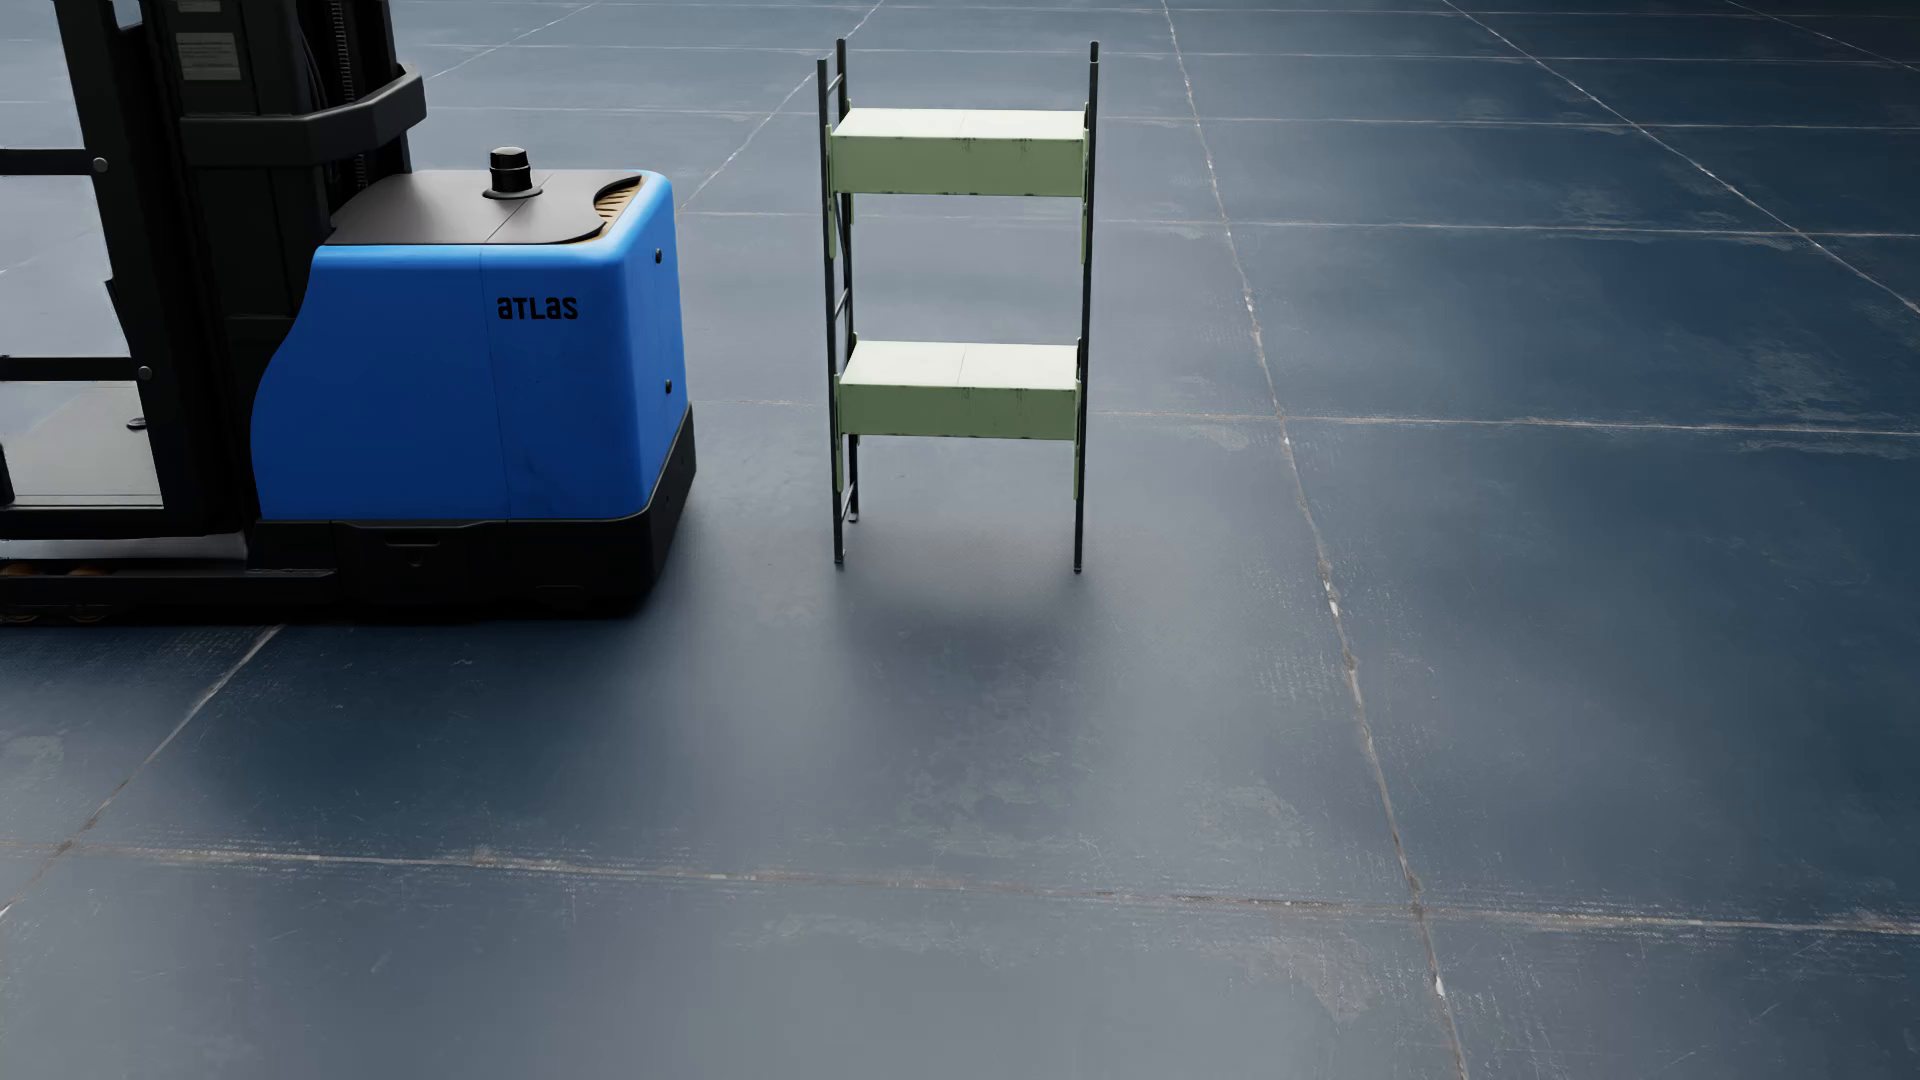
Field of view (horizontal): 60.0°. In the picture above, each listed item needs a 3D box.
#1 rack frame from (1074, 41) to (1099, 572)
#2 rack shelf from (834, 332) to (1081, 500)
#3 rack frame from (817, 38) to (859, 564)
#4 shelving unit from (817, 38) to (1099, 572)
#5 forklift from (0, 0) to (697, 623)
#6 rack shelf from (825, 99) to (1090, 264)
[{"bbox_3d":[0.372,-0.669,4.911,0.023,1.500,0.400,2,25,4],"label":"rack frame"},{"bbox_3d":[0.007,-0.385,5.072,0.720,0.370,0.431,2,25,4],"label":"rack shelf"},{"bbox_3d":[-0.358,-0.693,4.962,0.023,1.500,0.400,2,25,4],"label":"rack frame"},{"bbox_3d":[0.007,-0.681,4.936,0.755,1.500,0.431,2,25,4],"label":"shelving unit"},{"bbox_3d":[-2.397,-1.317,4.606,3.031,2.935,1.130,0,25,0],"label":"forklift"},{"bbox_3d":[0.007,-1.036,4.773,0.720,0.370,0.431,2,25,4],"label":"rack shelf"}]
